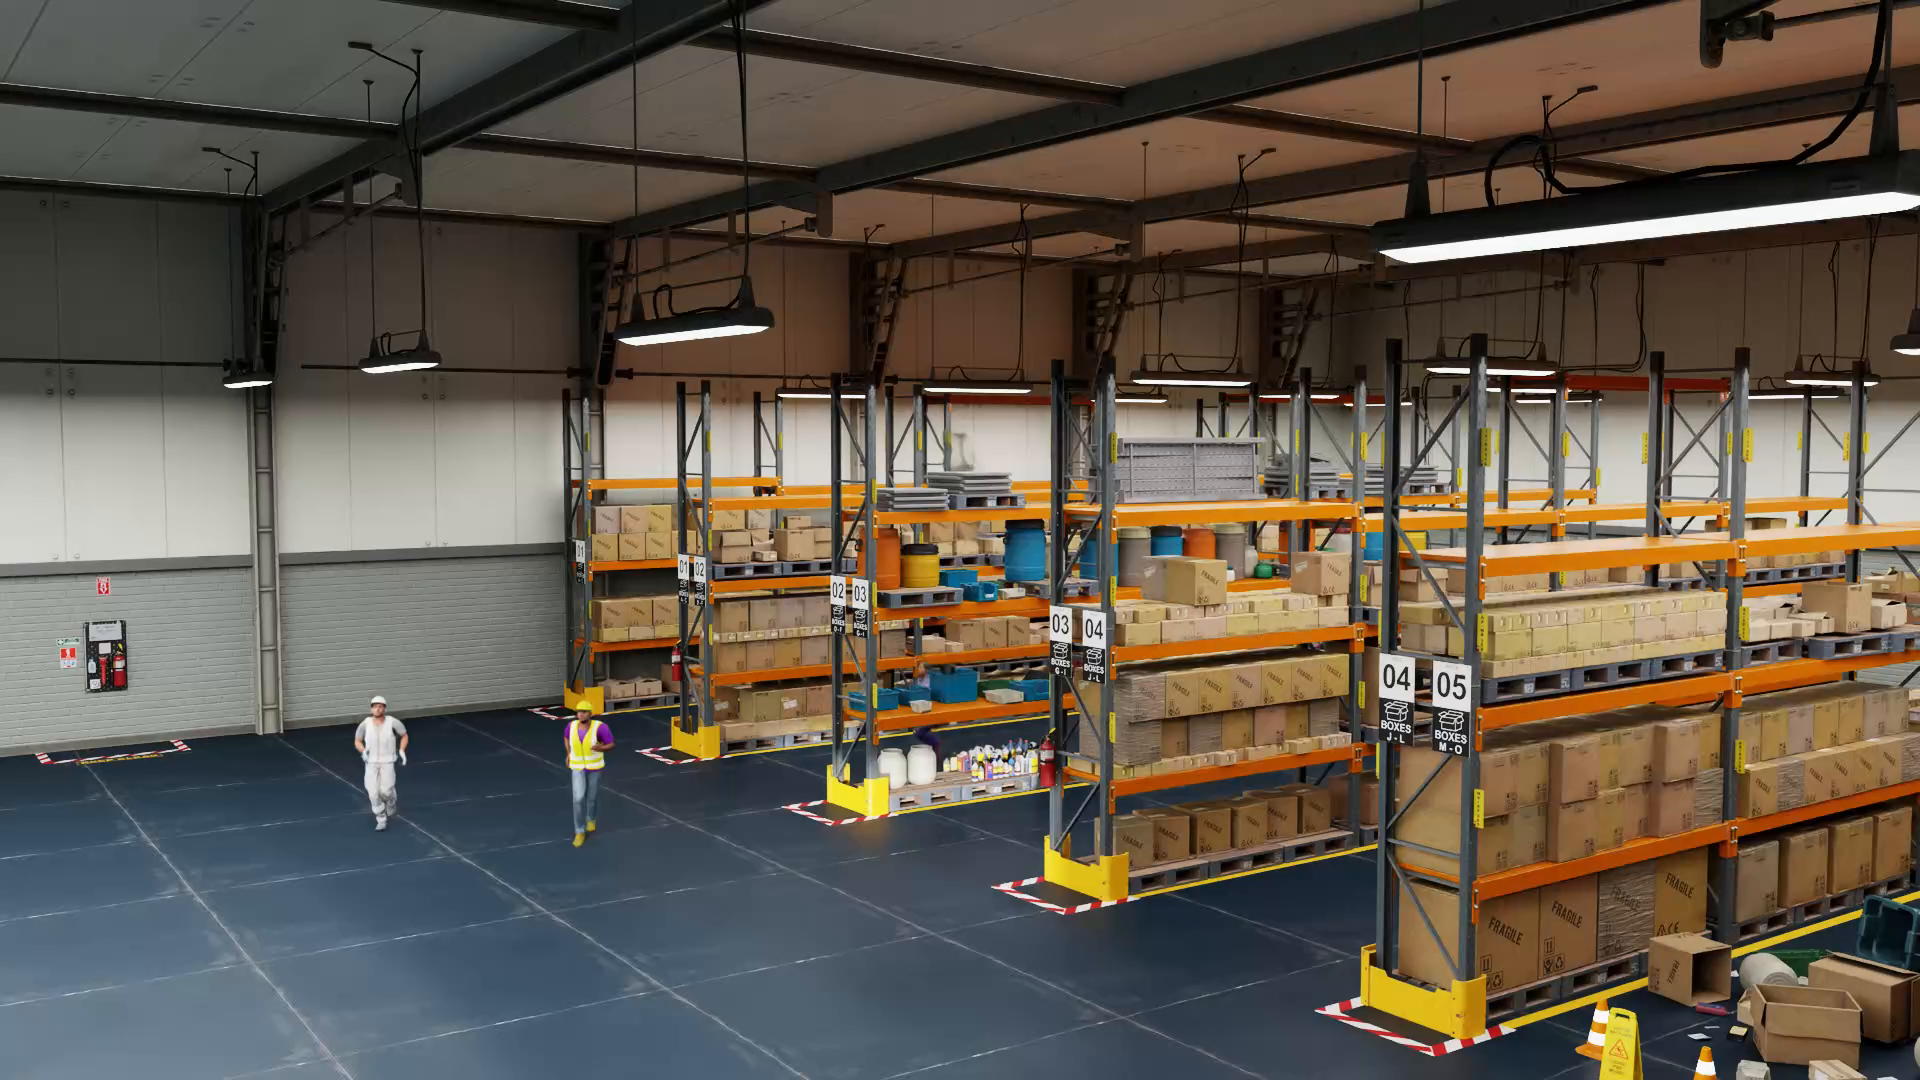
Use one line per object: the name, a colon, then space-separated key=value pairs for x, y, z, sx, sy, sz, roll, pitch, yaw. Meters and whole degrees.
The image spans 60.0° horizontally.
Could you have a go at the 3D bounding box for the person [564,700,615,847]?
person: x=-4.712 y=2.936 z=21.124 sx=0.665 sy=1.831 sz=0.788 roll=0 pitch=4 yaw=-5

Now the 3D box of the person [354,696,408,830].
person: x=-7.558 y=2.905 z=21.678 sx=0.655 sy=1.742 sz=0.593 roll=-1 pitch=4 yaw=-11

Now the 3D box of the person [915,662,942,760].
person: x=-0.519 y=2.699 z=25.938 sx=0.697 sy=1.601 sz=0.628 roll=-3 pitch=5 yaw=-37
